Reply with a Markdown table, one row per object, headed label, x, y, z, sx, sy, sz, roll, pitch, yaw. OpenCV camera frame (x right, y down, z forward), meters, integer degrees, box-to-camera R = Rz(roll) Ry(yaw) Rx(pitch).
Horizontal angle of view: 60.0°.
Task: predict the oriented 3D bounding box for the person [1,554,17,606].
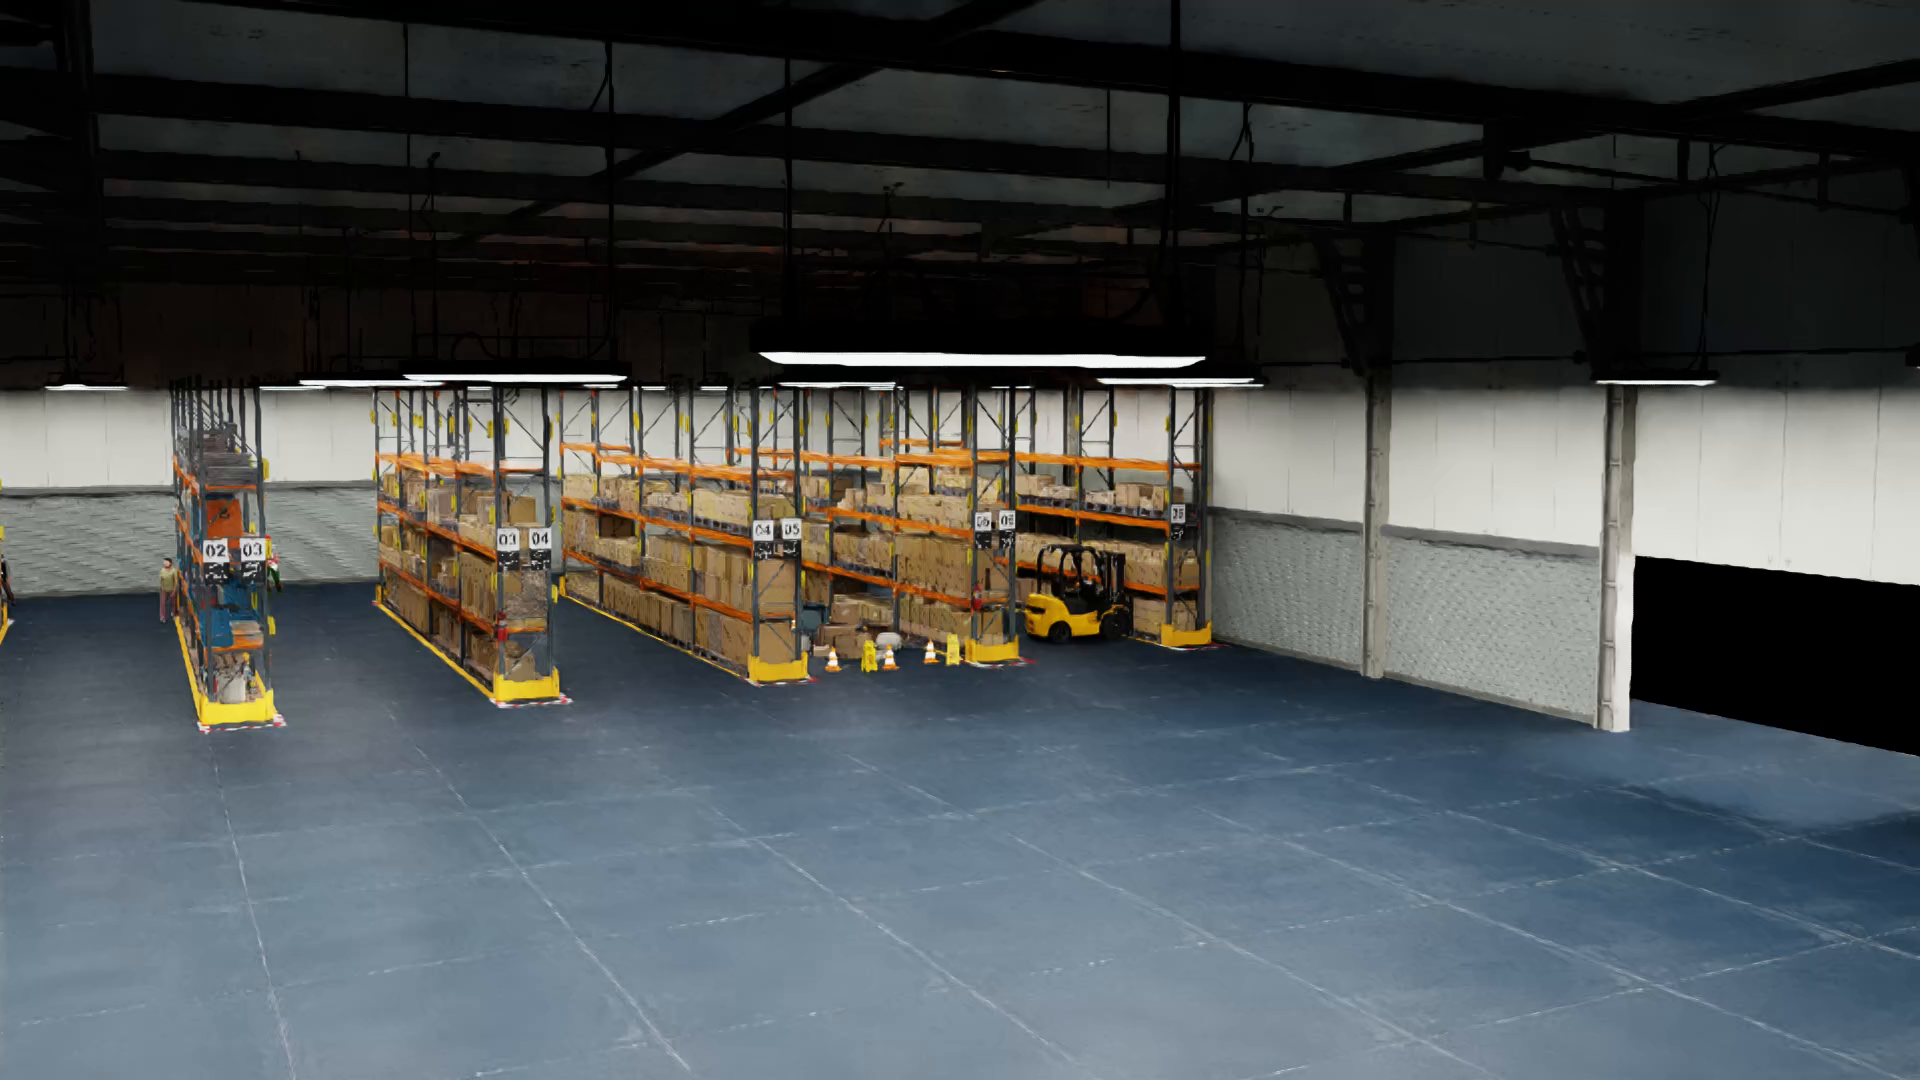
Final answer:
| label | x | y | z | sx | sy | sz | roll | pitch | yaw |
| --- | --- | --- | --- | --- | --- | --- | --- | --- | --- |
| person | -25.386 | 0.989 | 43.973 | 0.574 | 1.672 | 0.960 | 0 | 5 | -5 |

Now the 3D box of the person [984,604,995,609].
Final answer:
| label | x | y | z | sx | sy | sz | roll | pitch | yaw |
| --- | --- | --- | --- | --- | --- | --- | --- | --- | --- |
| person | 0.648 | 1.330 | 39.337 | 0.580 | 1.763 | 0.673 | 0 | 5 | 6 |

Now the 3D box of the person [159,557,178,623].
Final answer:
| label | x | y | z | sx | sy | sz | roll | pitch | yaw |
| --- | --- | --- | --- | --- | --- | --- | --- | --- | --- |
| person | -19.691 | 1.228 | 41.409 | 0.446 | 1.604 | 1.018 | -2 | 5 | -17 |

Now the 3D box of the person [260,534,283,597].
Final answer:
| label | x | y | z | sx | sy | sz | roll | pitch | yaw |
| --- | --- | --- | --- | --- | --- | --- | --- | --- | --- |
| person | -19.308 | 0.706 | 46.556 | 0.569 | 1.780 | 0.599 | 2 | 5 | 20 |
